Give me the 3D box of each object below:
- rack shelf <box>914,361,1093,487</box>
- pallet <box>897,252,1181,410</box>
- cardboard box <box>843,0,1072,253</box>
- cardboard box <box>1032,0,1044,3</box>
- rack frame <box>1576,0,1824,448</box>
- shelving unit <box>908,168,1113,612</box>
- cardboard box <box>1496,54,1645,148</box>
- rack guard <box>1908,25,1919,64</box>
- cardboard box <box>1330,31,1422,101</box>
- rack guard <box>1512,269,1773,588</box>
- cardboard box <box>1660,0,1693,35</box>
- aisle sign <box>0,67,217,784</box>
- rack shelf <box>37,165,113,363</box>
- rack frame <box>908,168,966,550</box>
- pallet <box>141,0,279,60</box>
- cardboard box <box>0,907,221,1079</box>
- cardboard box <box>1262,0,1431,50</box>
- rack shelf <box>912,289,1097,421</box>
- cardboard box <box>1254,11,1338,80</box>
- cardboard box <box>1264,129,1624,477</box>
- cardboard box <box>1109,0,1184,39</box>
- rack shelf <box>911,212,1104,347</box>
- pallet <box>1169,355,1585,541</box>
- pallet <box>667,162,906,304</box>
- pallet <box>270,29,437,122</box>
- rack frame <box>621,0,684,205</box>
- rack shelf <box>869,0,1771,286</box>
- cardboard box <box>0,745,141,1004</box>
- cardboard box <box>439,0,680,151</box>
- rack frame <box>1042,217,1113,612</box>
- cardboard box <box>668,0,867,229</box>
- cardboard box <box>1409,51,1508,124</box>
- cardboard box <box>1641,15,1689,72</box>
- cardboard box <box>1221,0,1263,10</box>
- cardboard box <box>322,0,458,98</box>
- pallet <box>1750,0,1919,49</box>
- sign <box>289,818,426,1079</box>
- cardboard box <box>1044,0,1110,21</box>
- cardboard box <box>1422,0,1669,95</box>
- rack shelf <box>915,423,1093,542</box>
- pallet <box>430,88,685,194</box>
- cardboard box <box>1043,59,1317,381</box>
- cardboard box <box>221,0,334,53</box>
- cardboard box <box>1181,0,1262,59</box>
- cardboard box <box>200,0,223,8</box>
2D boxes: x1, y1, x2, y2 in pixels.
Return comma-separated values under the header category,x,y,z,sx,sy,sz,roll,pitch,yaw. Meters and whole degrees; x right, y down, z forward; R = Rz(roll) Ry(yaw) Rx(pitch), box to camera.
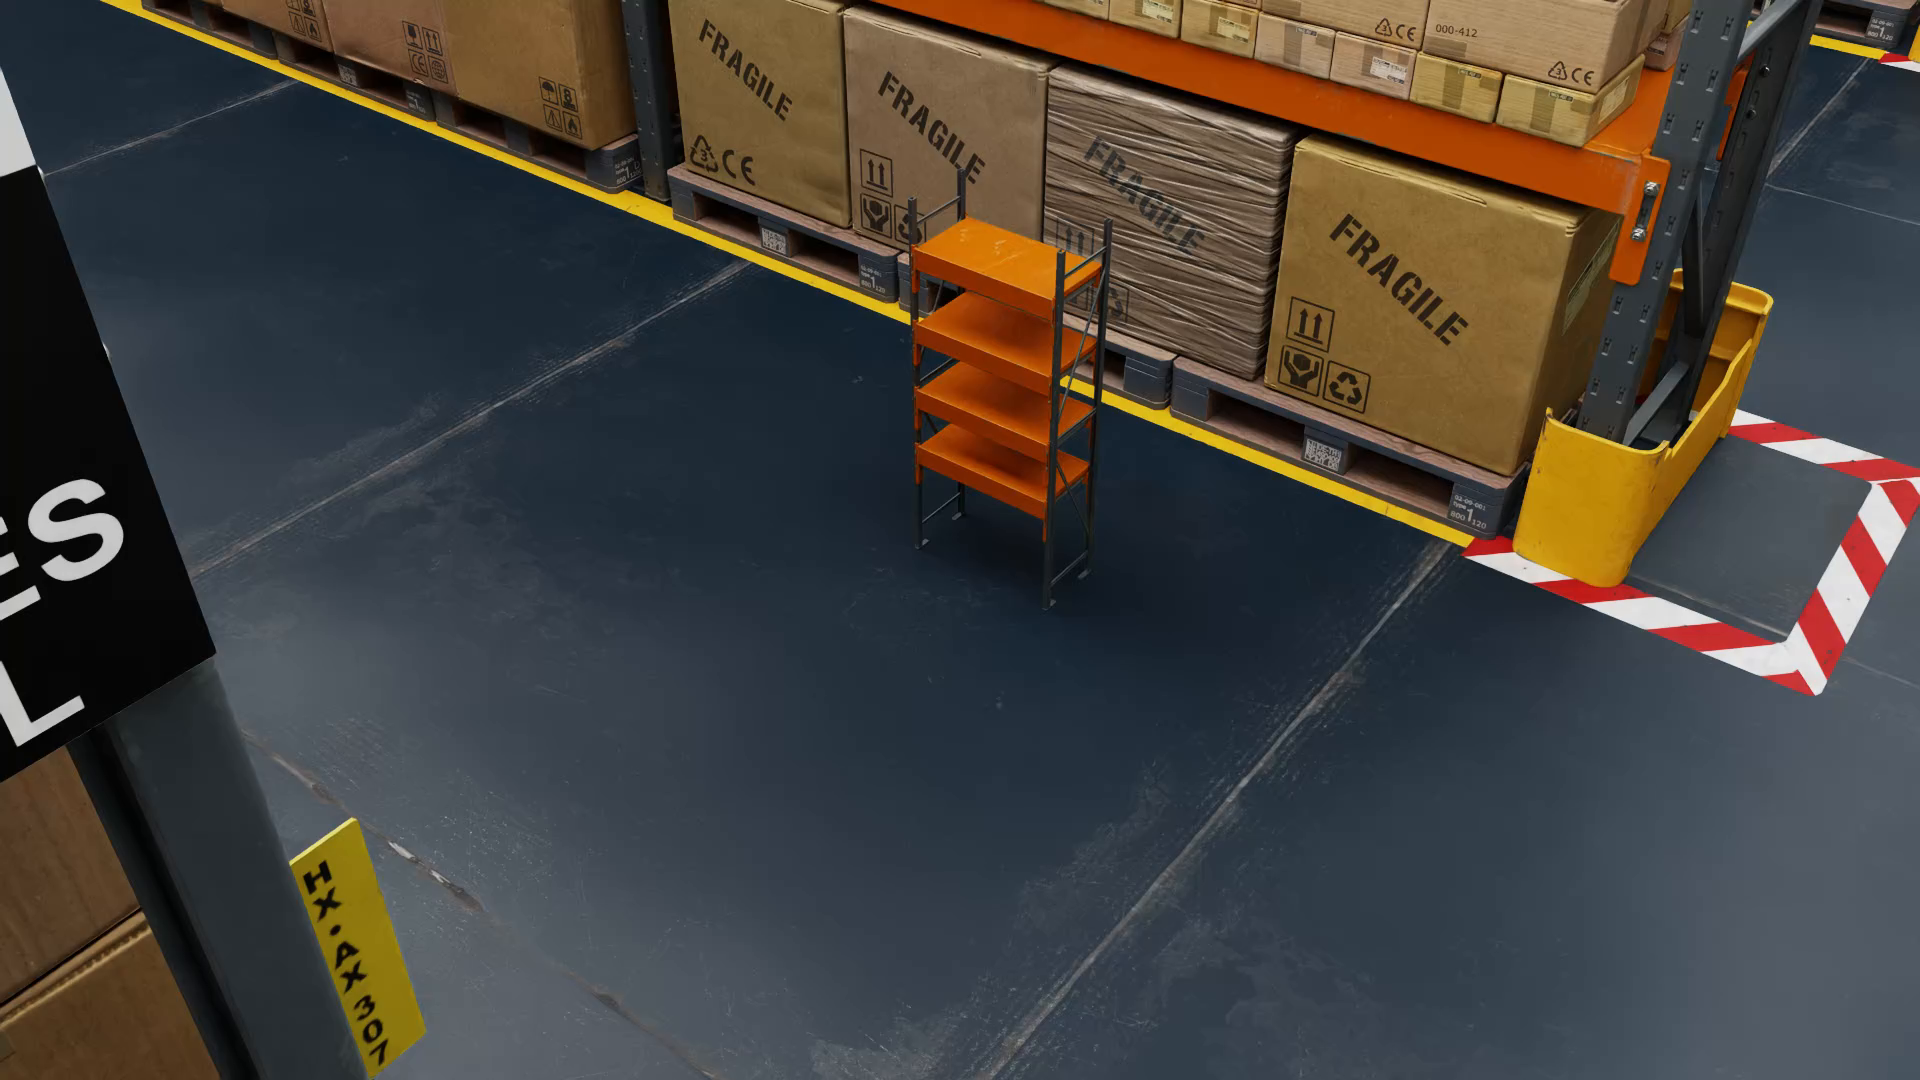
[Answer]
category,x,y,z,sx,sy,sz,roll,pitch,yaw
rack shelf,0.131,-0.357,4.842,0.480,0.148,0.258,25,45,29
pallet,0.531,-0.998,6.353,1.213,0.211,1.003,25,45,29
cardboard box,0.192,-1.581,6.219,0.875,0.875,0.875,25,45,29
cardboard box,0.274,-1.920,5.473,0.250,0.149,0.380,24,44,27
rack frame,2.179,-1.377,4.576,0.127,3.000,1.000,25,45,29
shelving unit,0.131,-0.410,4.801,0.503,1.200,0.258,25,45,29
cardboard box,1.696,-1.251,4.618,0.250,0.149,0.380,26,45,29
rack guard,5.215,-2.816,8.441,0.348,0.500,1.175,25,45,29
cardboard box,1.289,-1.442,4.863,0.250,0.149,0.380,25,45,29
rack guard,2.198,-0.384,5.335,0.348,0.500,1.175,25,45,29
cardboard box,1.962,-1.748,4.929,0.500,0.250,0.500,24,44,27
aisle sign,-0.674,-0.130,0.874,0.004,0.787,0.394,25,45,29
rack shelf,-2.503,-0.634,1.776,4.000,0.370,1.077,25,45,29
rack frame,-0.062,-0.502,4.918,0.015,1.200,0.240,25,45,29
pallet,-3.595,-2.944,8.838,1.213,0.211,1.003,25,45,29
cardboard box,-1.103,0.553,1.787,0.500,0.500,0.500,27,46,31
cardboard box,1.230,-1.677,4.840,0.500,0.250,0.500,24,44,28
rack shelf,0.131,-0.534,4.705,0.480,0.148,0.258,25,45,29
cardboard box,1.091,-1.536,4.983,0.250,0.149,0.380,26,45,29
cardboard box,1.622,-0.907,5.358,0.875,0.875,0.875,25,45,29
cardboard box,0.677,-1.729,5.229,0.250,0.149,0.380,25,45,29
rack shelf,0.131,-0.720,4.559,0.480,0.148,0.258,25,45,29
pallet,1.496,-0.541,5.769,1.213,0.211,1.003,25,45,29
pallet,-0.442,-1.454,6.937,1.213,0.211,1.003,25,45,29
pallet,-2.630,-2.486,8.254,1.213,0.211,1.003,25,45,29
rack frame,-0.998,-2.876,6.490,0.127,3.000,1.000,25,45,29
rack shelf,0.590,-1.843,5.755,4.000,0.370,1.077,25,45,29
cardboard box,-1.110,0.165,1.473,0.500,0.500,0.500,25,44,28
cardboard box,-1.519,-2.434,7.309,0.875,0.875,1.225,25,45,29
rack frame,0.325,-0.319,4.684,0.015,1.200,0.240,25,45,29
cardboard box,-0.523,-1.918,6.649,0.875,0.875,0.875,25,45,29
cardboard box,1.488,-1.347,4.741,0.250,0.149,0.380,26,45,29
cardboard box,2.097,-1.573,5.030,0.250,0.149,0.380,26,45,29
cardboard box,0.826,-1.868,5.083,0.500,0.250,0.500,24,44,27
cardboard box,-2.229,-2.768,7.736,0.875,0.875,1.225,24,44,27
pallet,4.556,-3.033,8.952,1.213,0.211,1.003,25,45,29
sign,-0.585,0.407,1.595,0.005,0.325,0.100,25,45,29
cardboard box,0.482,-1.823,5.349,0.250,0.149,0.380,26,45,29
cardboard box,1.633,-1.487,4.597,0.500,0.250,0.500,25,44,28
rack shelf,0.131,-0.201,4.965,0.480,0.148,0.258,25,45,29
pallet,-1.657,-2.030,7.671,1.213,0.211,1.003,25,45,29
cardboard box,0.899,-1.248,5.793,0.875,0.875,0.875,25,45,29
cardboard box,-2.937,-3.096,8.154,0.875,0.875,1.225,25,45,29
cardboard box,0.884,-1.633,5.106,0.250,0.149,0.380,24,44,28
cardboard box,-3.640,-3.434,8.585,0.875,0.875,1.225,23,44,27
